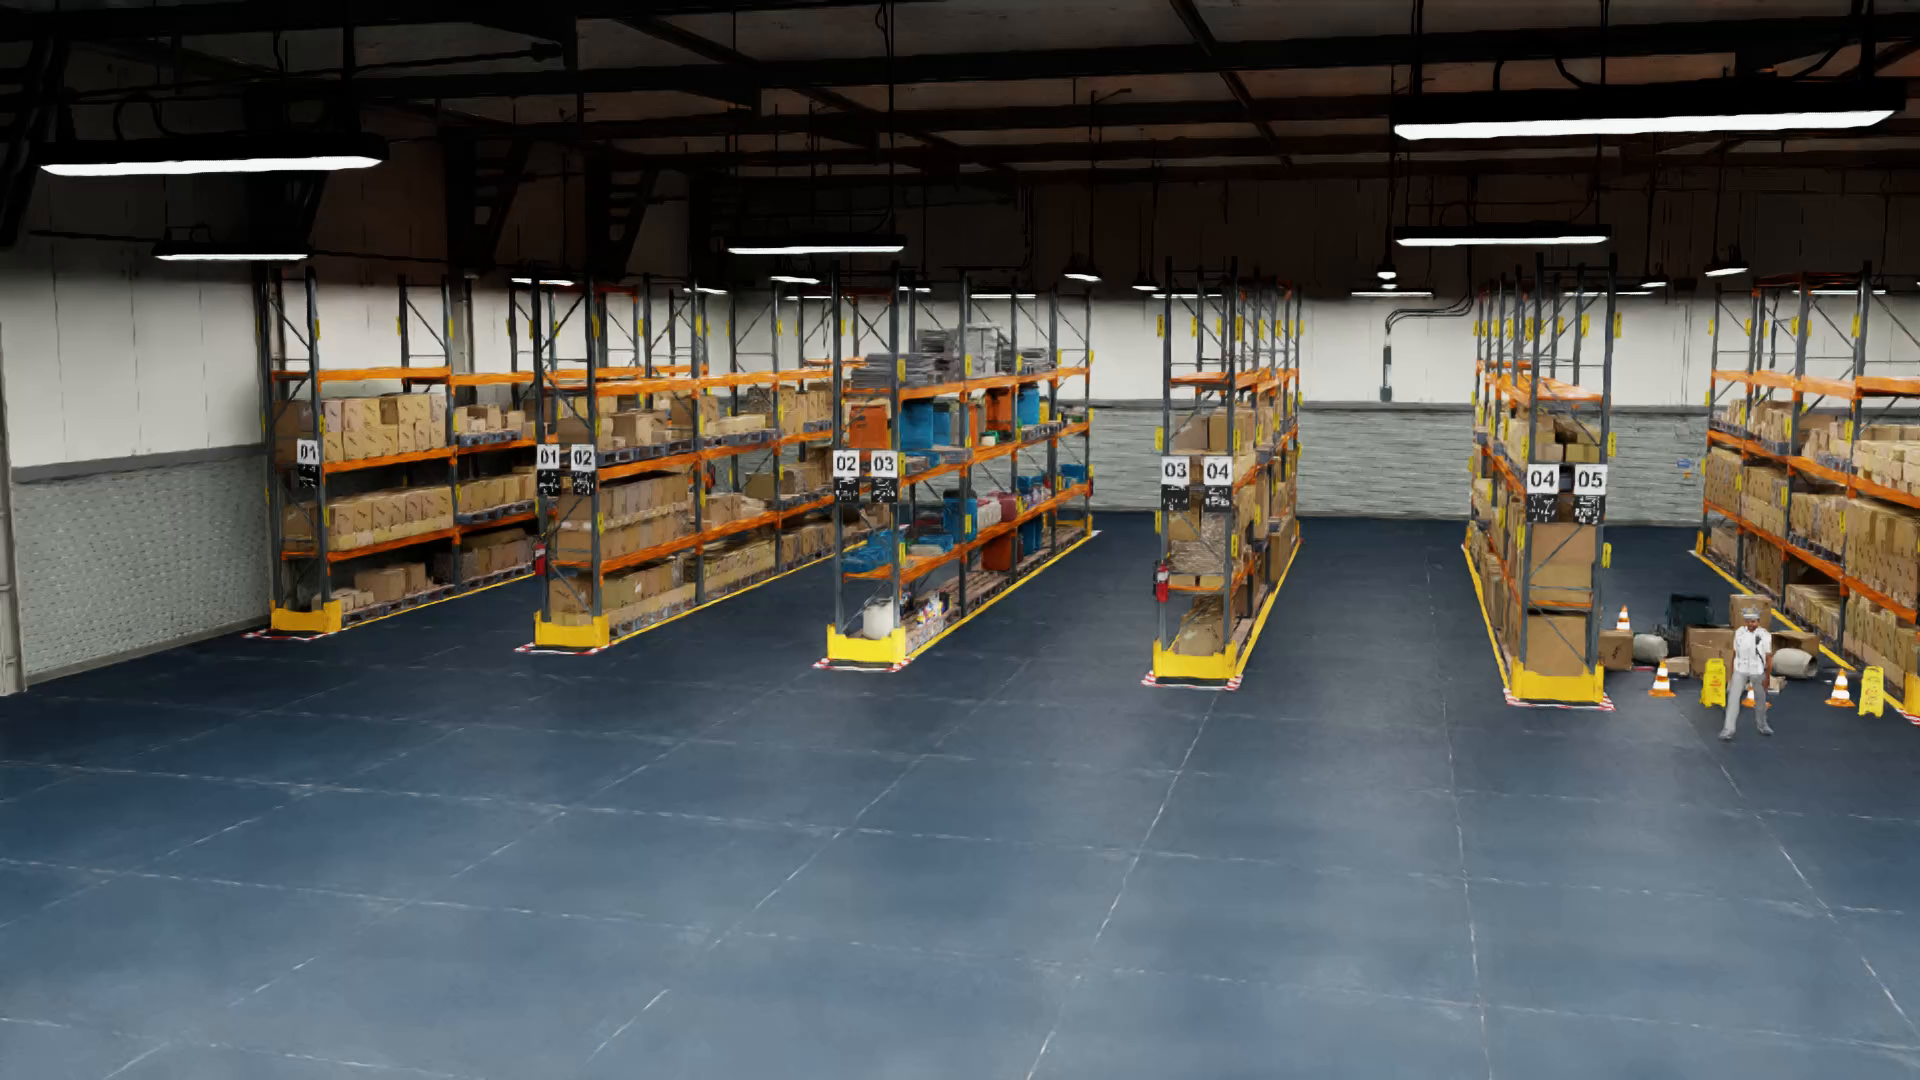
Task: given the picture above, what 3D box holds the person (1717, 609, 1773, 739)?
[{"bbox_3d":[9.674,1.622,20.381,0.491,1.624,0.940,6,9,39],"label":"person"}]
